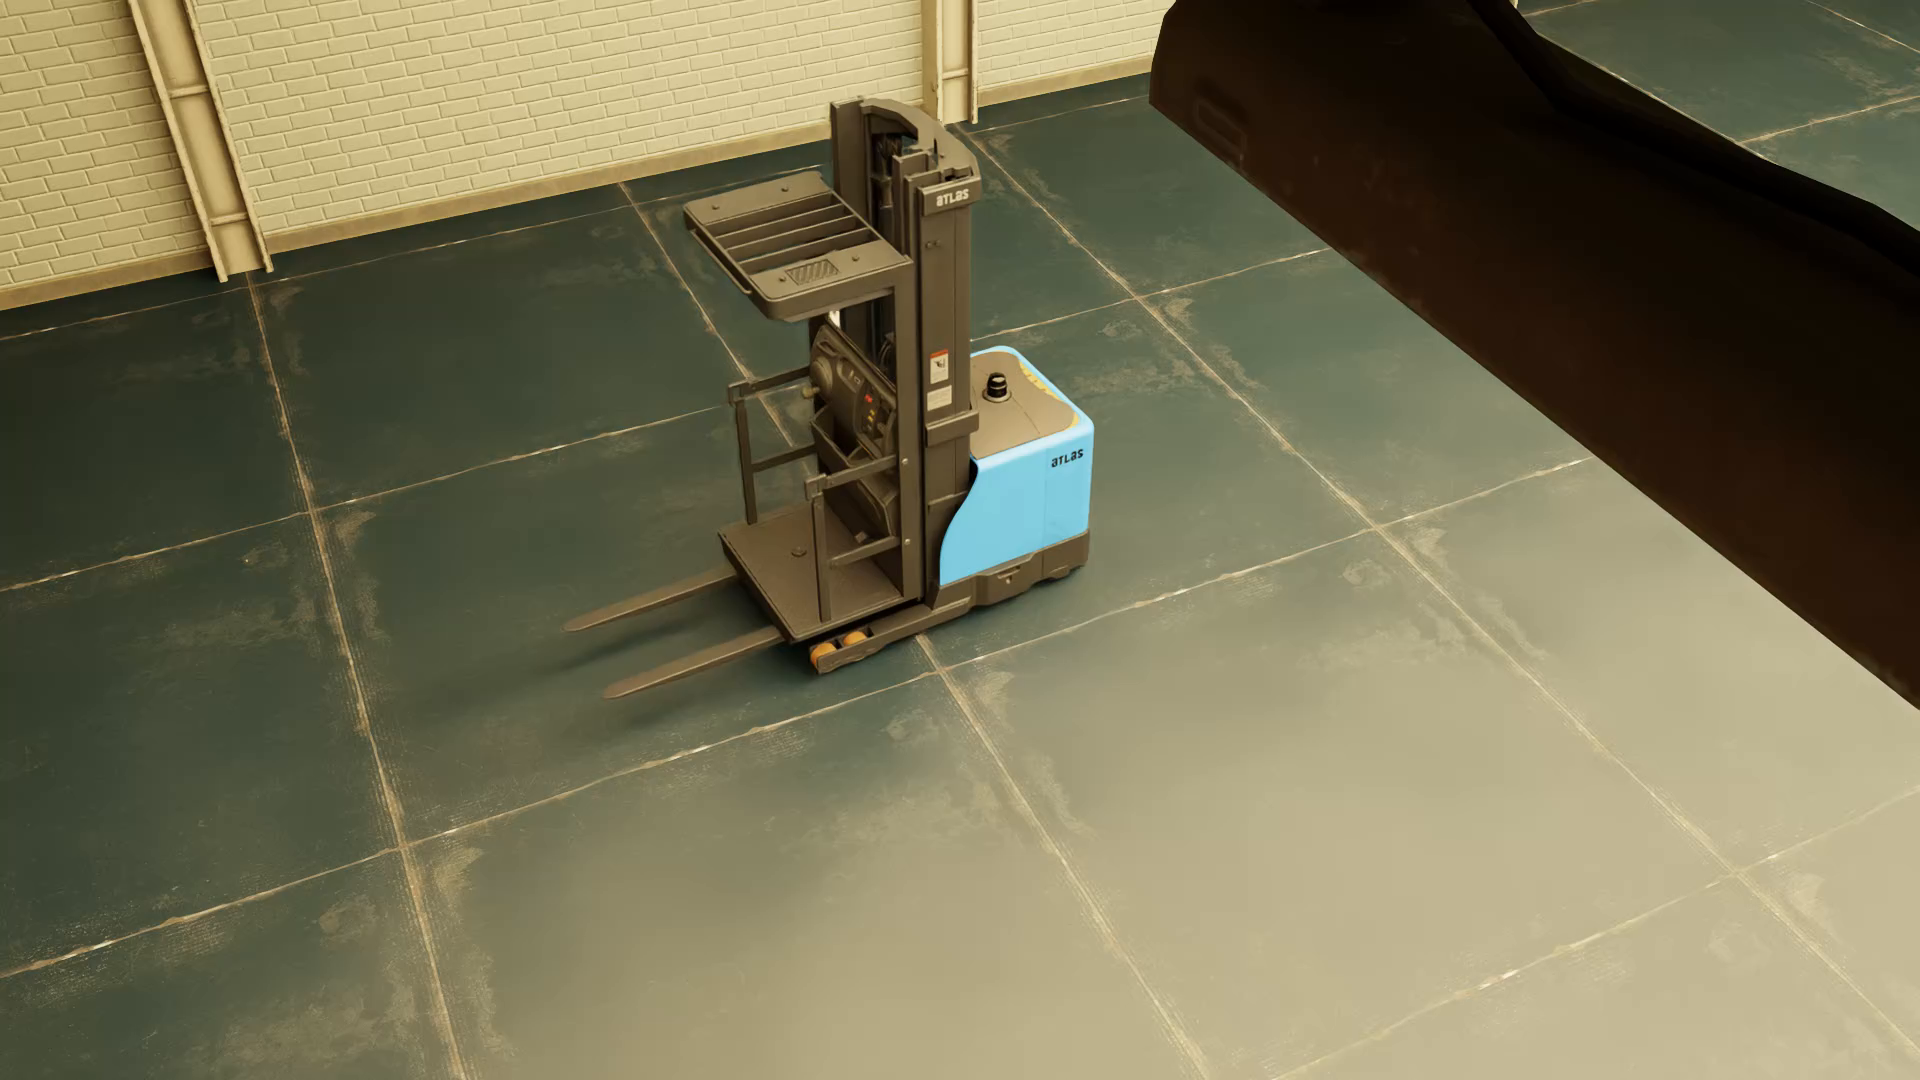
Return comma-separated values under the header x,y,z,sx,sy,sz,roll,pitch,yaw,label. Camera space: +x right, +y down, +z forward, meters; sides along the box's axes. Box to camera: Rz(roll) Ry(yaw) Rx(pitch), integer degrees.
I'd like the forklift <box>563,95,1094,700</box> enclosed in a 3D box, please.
x,y,z,sx,sy,sz,roll,pitch,yaw,label
-0.759,-0.764,8.931,3.031,2.935,1.130,-20,44,-22,forklift

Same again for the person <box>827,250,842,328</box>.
x,y,z,sx,sy,sz,roll,pitch,yaw,label
-0.459,-1.397,10.797,1.085,1.530,0.946,24,45,26,person
